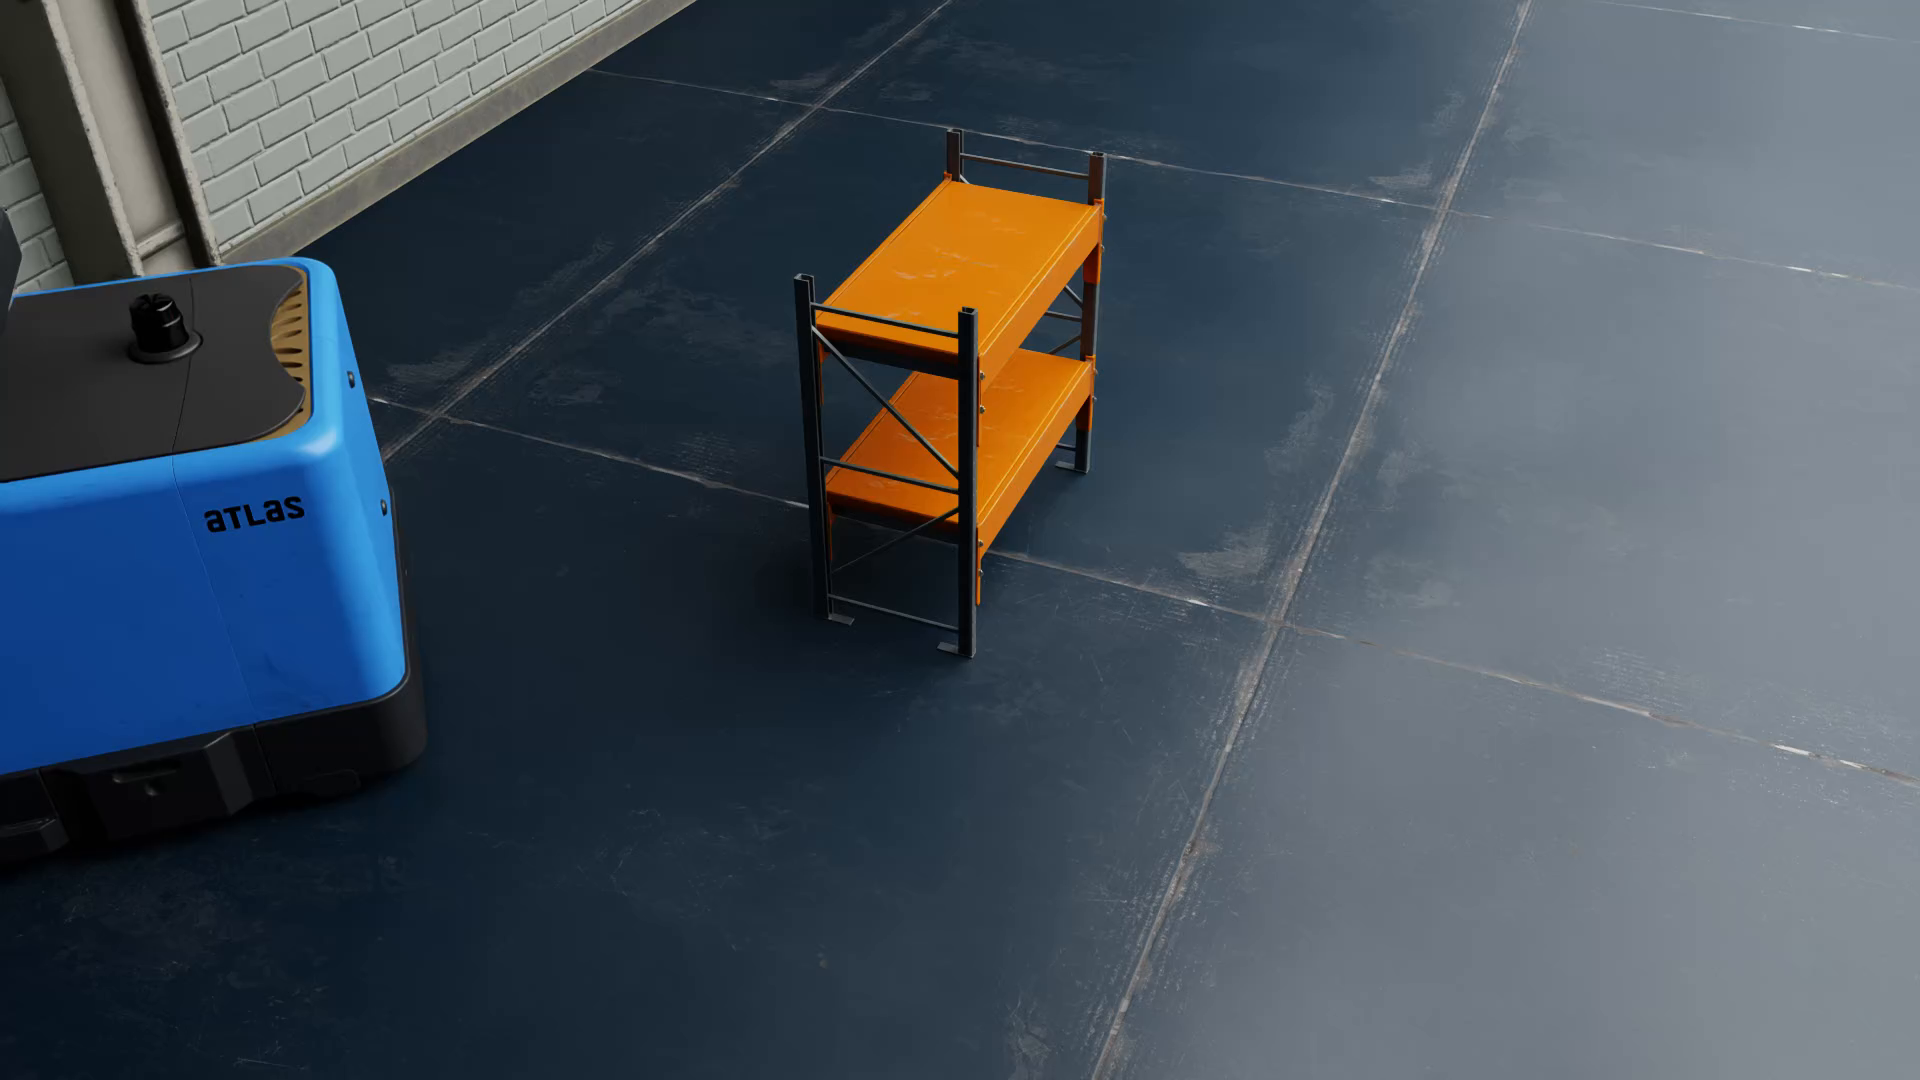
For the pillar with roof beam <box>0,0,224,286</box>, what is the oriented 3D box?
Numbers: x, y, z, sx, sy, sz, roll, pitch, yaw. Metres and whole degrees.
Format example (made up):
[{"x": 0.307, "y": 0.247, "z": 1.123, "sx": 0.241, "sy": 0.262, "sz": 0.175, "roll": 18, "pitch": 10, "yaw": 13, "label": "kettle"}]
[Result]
[{"x": 1.057, "y": -3.333, "z": 2.192, "sx": 9.100, "sy": 9.000, "sz": 0.400, "roll": 14, "pitch": 39, "yaw": 18, "label": "pillar with roof beam"}]

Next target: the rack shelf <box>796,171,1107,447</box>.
[{"x": 0.003, "y": -0.689, "z": 4.743, "sx": 0.538, "sy": 0.278, "sz": 1.000, "roll": 14, "pitch": 39, "yaw": 18, "label": "rack shelf"}]

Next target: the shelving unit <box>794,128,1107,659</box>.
[{"x": 0.003, "y": -0.454, "z": 4.918, "sx": 0.538, "sy": 1.125, "sz": 1.048, "roll": 14, "pitch": 39, "yaw": 18, "label": "shelving unit"}]

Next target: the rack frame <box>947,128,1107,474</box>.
[{"x": 0.196, "y": -0.736, "z": 5.295, "sx": 0.500, "sy": 1.125, "sz": 0.032, "roll": 14, "pitch": 39, "yaw": 18, "label": "rack frame"}]

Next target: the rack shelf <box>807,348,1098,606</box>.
[{"x": 0.003, "y": -0.258, "z": 5.065, "sx": 0.538, "sy": 0.278, "sz": 1.000, "roll": 14, "pitch": 39, "yaw": 18, "label": "rack shelf"}]

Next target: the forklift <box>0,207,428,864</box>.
[{"x": -2.987, "y": -0.549, "z": 3.536, "sx": 3.031, "sy": 2.935, "sz": 1.130, "roll": -11, "pitch": 38, "yaw": -14, "label": "forklift"}]

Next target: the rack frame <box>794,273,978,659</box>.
[{"x": -0.191, "y": -0.173, "z": 4.542, "sx": 0.500, "sy": 1.125, "sz": 0.032, "roll": 14, "pitch": 39, "yaw": 18, "label": "rack frame"}]
